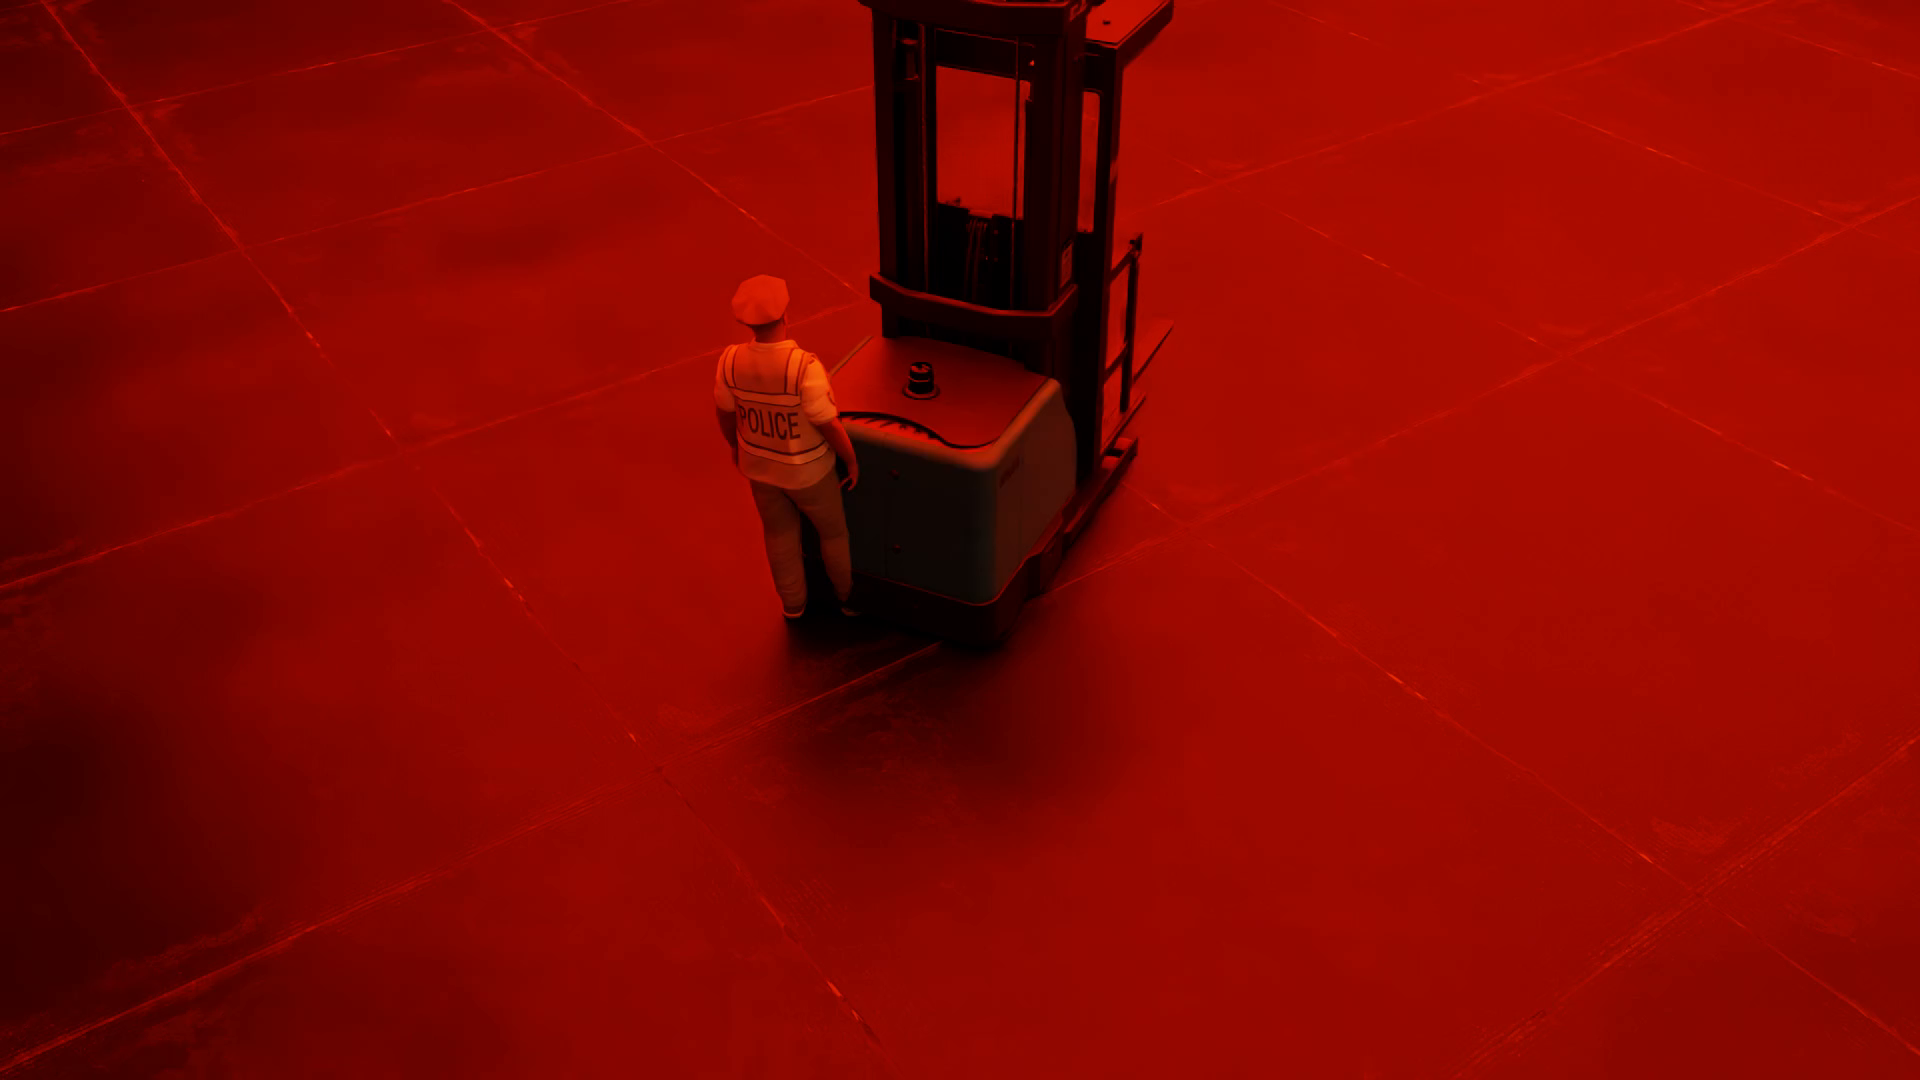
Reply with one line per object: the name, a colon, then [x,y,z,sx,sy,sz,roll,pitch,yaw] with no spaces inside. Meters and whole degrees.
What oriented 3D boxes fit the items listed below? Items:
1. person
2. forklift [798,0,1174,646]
person: [-0.723,-0.409,7.453,0.641,1.781,0.571,12,38,16]
forklift: [0.305,-1.560,8.054,1.130,2.935,3.031,16,39,20]
